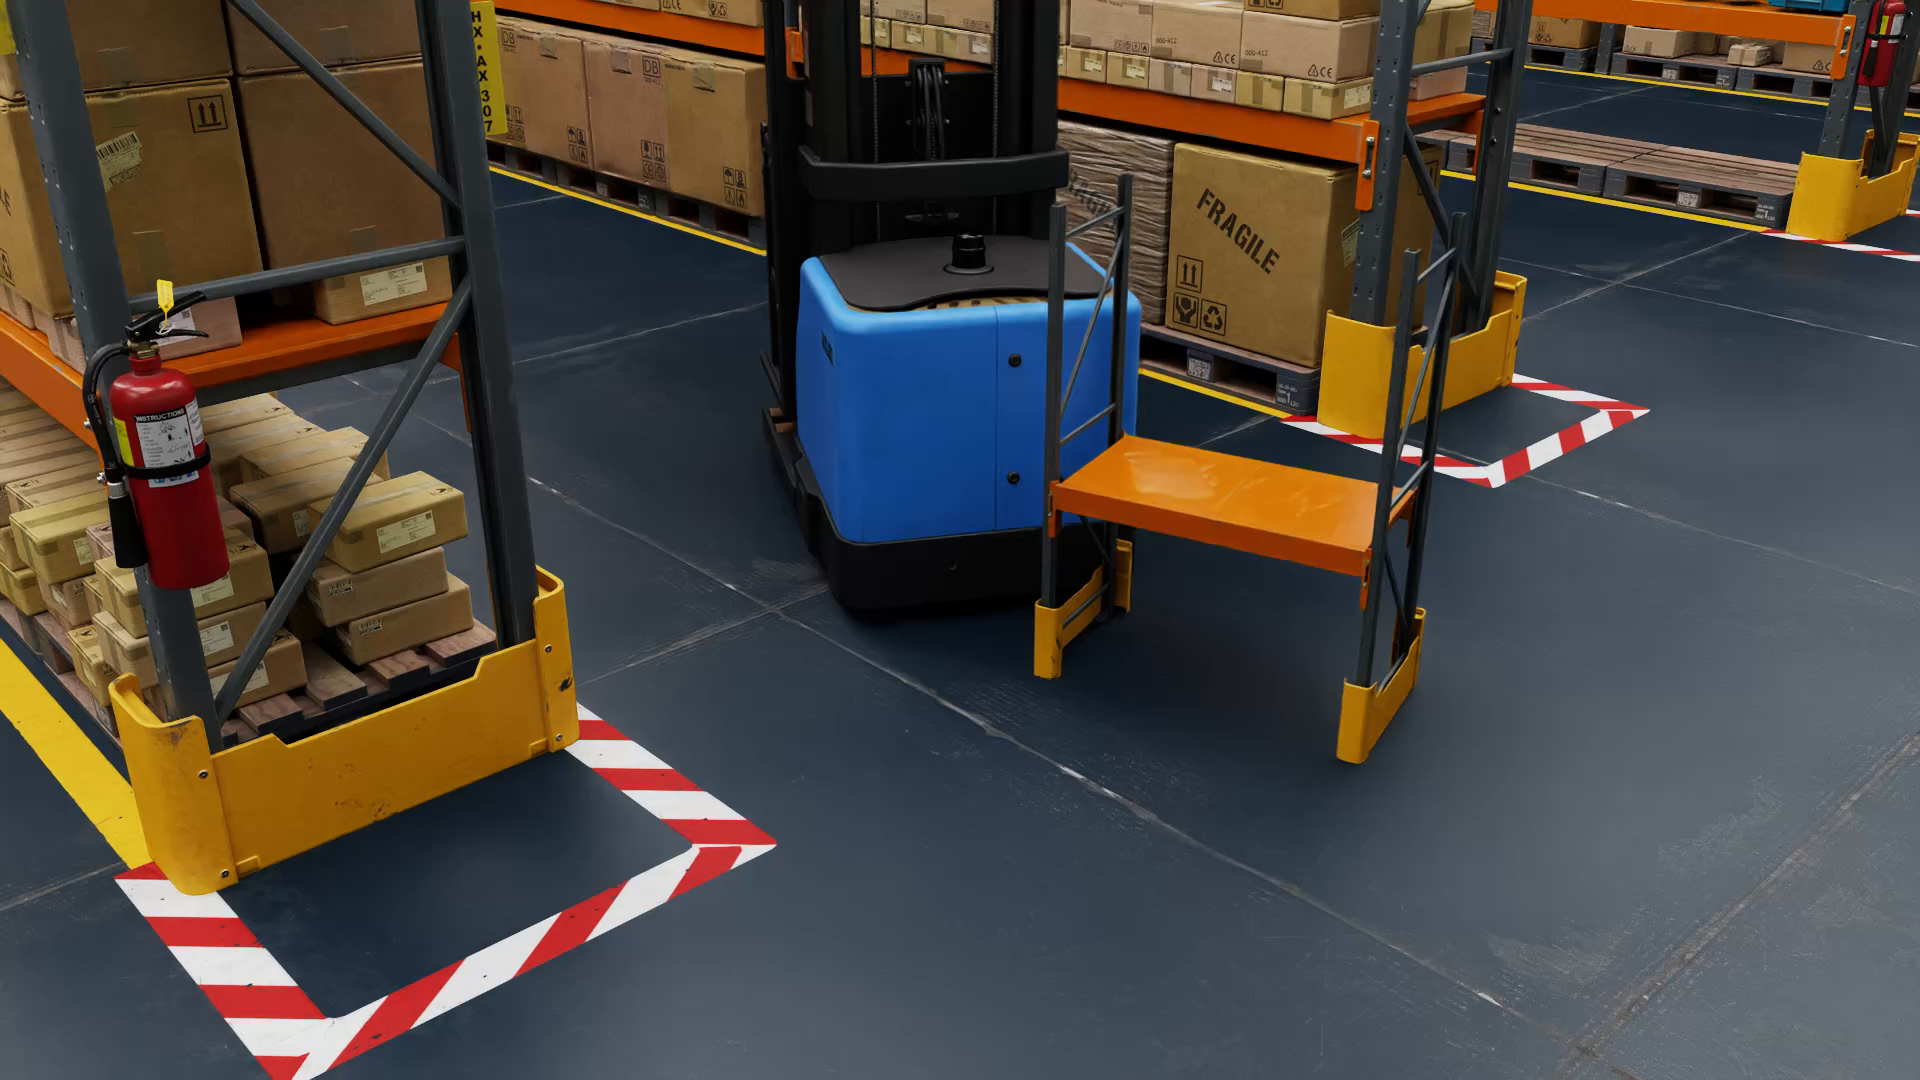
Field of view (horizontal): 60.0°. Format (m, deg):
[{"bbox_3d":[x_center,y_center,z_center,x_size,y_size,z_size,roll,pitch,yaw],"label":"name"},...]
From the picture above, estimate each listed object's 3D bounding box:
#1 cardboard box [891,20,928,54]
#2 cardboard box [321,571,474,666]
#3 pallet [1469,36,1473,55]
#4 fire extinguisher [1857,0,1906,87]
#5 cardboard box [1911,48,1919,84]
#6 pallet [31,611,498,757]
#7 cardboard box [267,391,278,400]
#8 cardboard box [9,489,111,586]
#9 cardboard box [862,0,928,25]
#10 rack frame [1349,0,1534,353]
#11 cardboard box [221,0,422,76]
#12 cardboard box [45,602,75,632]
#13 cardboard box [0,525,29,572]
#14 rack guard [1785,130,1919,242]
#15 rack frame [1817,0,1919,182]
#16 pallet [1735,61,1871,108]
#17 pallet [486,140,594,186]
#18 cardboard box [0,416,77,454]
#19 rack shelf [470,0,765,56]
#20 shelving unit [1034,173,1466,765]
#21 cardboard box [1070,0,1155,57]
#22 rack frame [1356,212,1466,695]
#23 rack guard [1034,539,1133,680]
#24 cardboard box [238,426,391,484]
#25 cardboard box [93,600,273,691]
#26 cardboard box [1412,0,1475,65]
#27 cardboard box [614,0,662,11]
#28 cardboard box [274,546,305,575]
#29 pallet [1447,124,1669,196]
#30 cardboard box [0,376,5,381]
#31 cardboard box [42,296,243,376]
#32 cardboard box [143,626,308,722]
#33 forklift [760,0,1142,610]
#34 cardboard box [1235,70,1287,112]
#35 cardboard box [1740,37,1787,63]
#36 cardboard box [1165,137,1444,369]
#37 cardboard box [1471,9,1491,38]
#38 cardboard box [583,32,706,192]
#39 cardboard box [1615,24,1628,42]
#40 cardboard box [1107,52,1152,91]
[{"bbox_3d":[-0.144,-2.690,8.834,0.380,0.149,0.250,-22,33,-40],"label":"cardboard box"},{"bbox_3d":[-1.724,0.219,5.086,0.380,0.149,0.250,-20,32,-37],"label":"cardboard box"},{"bbox_3d":[5.168,-5.372,17.772,1.003,0.211,1.213,-21,32,-38],"label":"pallet"},{"bbox_3d":[5.477,-3.040,9.842,0.296,0.674,0.183,-21,32,-38],"label":"fire extinguisher"},{"bbox_3d":[8.145,-4.164,14.546,0.500,0.250,0.500,-21,32,-38],"label":"cardboard box"},{"bbox_3d":[-2.181,0.352,5.225,1.003,0.211,1.213,-21,32,-38],"label":"pallet"},{"bbox_3d":[-2.624,-0.451,5.836,0.380,0.149,0.250,-21,32,-38],"label":"cardboard box"},{"bbox_3d":[-2.546,-0.026,4.905,0.380,0.149,0.250,-22,33,-40],"label":"cardboard box"},{"bbox_3d":[-0.178,-2.925,8.869,0.500,0.250,0.500,-21,32,-39],"label":"cardboard box"},{"bbox_3d":[2.090,-2.014,7.051,1.000,3.000,0.127,-21,32,-38],"label":"rack frame"},{"bbox_3d":[-1.713,-1.485,4.208,0.500,0.500,0.500,-21,32,-39],"label":"cardboard box"},{"bbox_3d":[-2.657,0.143,5.251,0.380,0.149,0.250,-21,32,-38],"label":"cardboard box"},{"bbox_3d":[-2.888,-0.056,5.330,0.380,0.149,0.250,-21,32,-38],"label":"cardboard box"},{"bbox_3d":[5.731,-2.279,10.642,1.175,0.500,0.348,-21,32,-38],"label":"rack guard"},{"bbox_3d":[5.705,-3.419,10.131,1.000,3.000,0.127,-21,32,-38],"label":"rack frame"},{"bbox_3d":[7.897,-4.188,15.177,1.003,0.211,1.213,-21,32,-38],"label":"pallet"},{"bbox_3d":[-2.894,-2.909,12.373,1.003,0.211,1.213,-21,32,-38],"label":"pallet"},{"bbox_3d":[-3.000,-0.299,5.504,0.250,0.149,0.380,23,33,40],"label":"cardboard box"},{"bbox_3d":[-2.011,-3.505,11.185,1.077,0.370,4.000,-21,32,-38],"label":"rack shelf"},{"bbox_3d":[0.841,-0.245,4.981,1.083,1.500,0.587,13,28,27],"label":"shelving unit"},{"bbox_3d":[0.871,-2.461,7.853,0.500,0.250,0.500,22,33,40],"label":"cardboard box"},{"bbox_3d":[1.274,-0.142,4.754,0.032,1.500,0.500,13,28,27],"label":"rack frame"},{"bbox_3d":[0.409,0.220,5.466,0.087,0.250,0.587,13,28,27],"label":"rack guard"},{"bbox_3d":[-2.065,-0.220,5.330,0.380,0.149,0.250,-21,32,-39],"label":"cardboard box"},{"bbox_3d":[-2.169,0.254,4.650,0.380,0.149,0.250,-22,33,-40],"label":"cardboard box"},{"bbox_3d":[1.959,-2.303,7.508,0.500,0.250,0.500,-22,33,-40],"label":"cardboard box"},{"bbox_3d":[-1.858,-3.644,10.504,0.500,0.500,0.500,-22,32,-39],"label":"cardboard box"},{"bbox_3d":[-1.916,0.002,5.202,0.380,0.149,0.250,-21,32,-39],"label":"cardboard box"},{"bbox_3d":[4.340,-2.781,12.092,1.003,0.211,1.213,-21,32,-38],"label":"pallet"},{"bbox_3d":[-3.586,-0.516,5.978,0.380,0.149,0.250,-20,31,-37],"label":"cardboard box"},{"bbox_3d":[-2.029,-0.542,4.127,0.380,0.149,0.250,-21,32,-38],"label":"cardboard box"},{"bbox_3d":[-2.112,0.368,4.759,0.380,0.149,0.250,-21,32,-38],"label":"cardboard box"},{"bbox_3d":[-0.228,-1.687,6.417,1.130,2.935,3.031,-6,25,-12],"label":"forklift"},{"bbox_3d":[1.427,-1.993,7.307,0.380,0.149,0.250,-21,32,-38],"label":"cardboard box"},{"bbox_3d":[7.699,-4.693,15.632,0.500,0.311,0.500,-21,32,-38],"label":"cardboard box"},{"bbox_3d":[1.594,-1.410,7.781,0.875,0.875,0.875,-21,32,-38],"label":"cardboard box"},{"bbox_3d":[5.369,-5.471,17.109,0.500,0.500,0.500,-21,32,-38],"label":"cardboard box"},{"bbox_3d":[-1.707,-2.909,11.067,0.875,0.875,1.225,22,33,40],"label":"cardboard box"},{"bbox_3d":[6.437,-5.314,16.766,0.500,0.500,0.500,22,33,39],"label":"cardboard box"},{"bbox_3d":[0.907,-2.224,7.813,0.380,0.149,0.250,-22,33,-40],"label":"cardboard box"}]
